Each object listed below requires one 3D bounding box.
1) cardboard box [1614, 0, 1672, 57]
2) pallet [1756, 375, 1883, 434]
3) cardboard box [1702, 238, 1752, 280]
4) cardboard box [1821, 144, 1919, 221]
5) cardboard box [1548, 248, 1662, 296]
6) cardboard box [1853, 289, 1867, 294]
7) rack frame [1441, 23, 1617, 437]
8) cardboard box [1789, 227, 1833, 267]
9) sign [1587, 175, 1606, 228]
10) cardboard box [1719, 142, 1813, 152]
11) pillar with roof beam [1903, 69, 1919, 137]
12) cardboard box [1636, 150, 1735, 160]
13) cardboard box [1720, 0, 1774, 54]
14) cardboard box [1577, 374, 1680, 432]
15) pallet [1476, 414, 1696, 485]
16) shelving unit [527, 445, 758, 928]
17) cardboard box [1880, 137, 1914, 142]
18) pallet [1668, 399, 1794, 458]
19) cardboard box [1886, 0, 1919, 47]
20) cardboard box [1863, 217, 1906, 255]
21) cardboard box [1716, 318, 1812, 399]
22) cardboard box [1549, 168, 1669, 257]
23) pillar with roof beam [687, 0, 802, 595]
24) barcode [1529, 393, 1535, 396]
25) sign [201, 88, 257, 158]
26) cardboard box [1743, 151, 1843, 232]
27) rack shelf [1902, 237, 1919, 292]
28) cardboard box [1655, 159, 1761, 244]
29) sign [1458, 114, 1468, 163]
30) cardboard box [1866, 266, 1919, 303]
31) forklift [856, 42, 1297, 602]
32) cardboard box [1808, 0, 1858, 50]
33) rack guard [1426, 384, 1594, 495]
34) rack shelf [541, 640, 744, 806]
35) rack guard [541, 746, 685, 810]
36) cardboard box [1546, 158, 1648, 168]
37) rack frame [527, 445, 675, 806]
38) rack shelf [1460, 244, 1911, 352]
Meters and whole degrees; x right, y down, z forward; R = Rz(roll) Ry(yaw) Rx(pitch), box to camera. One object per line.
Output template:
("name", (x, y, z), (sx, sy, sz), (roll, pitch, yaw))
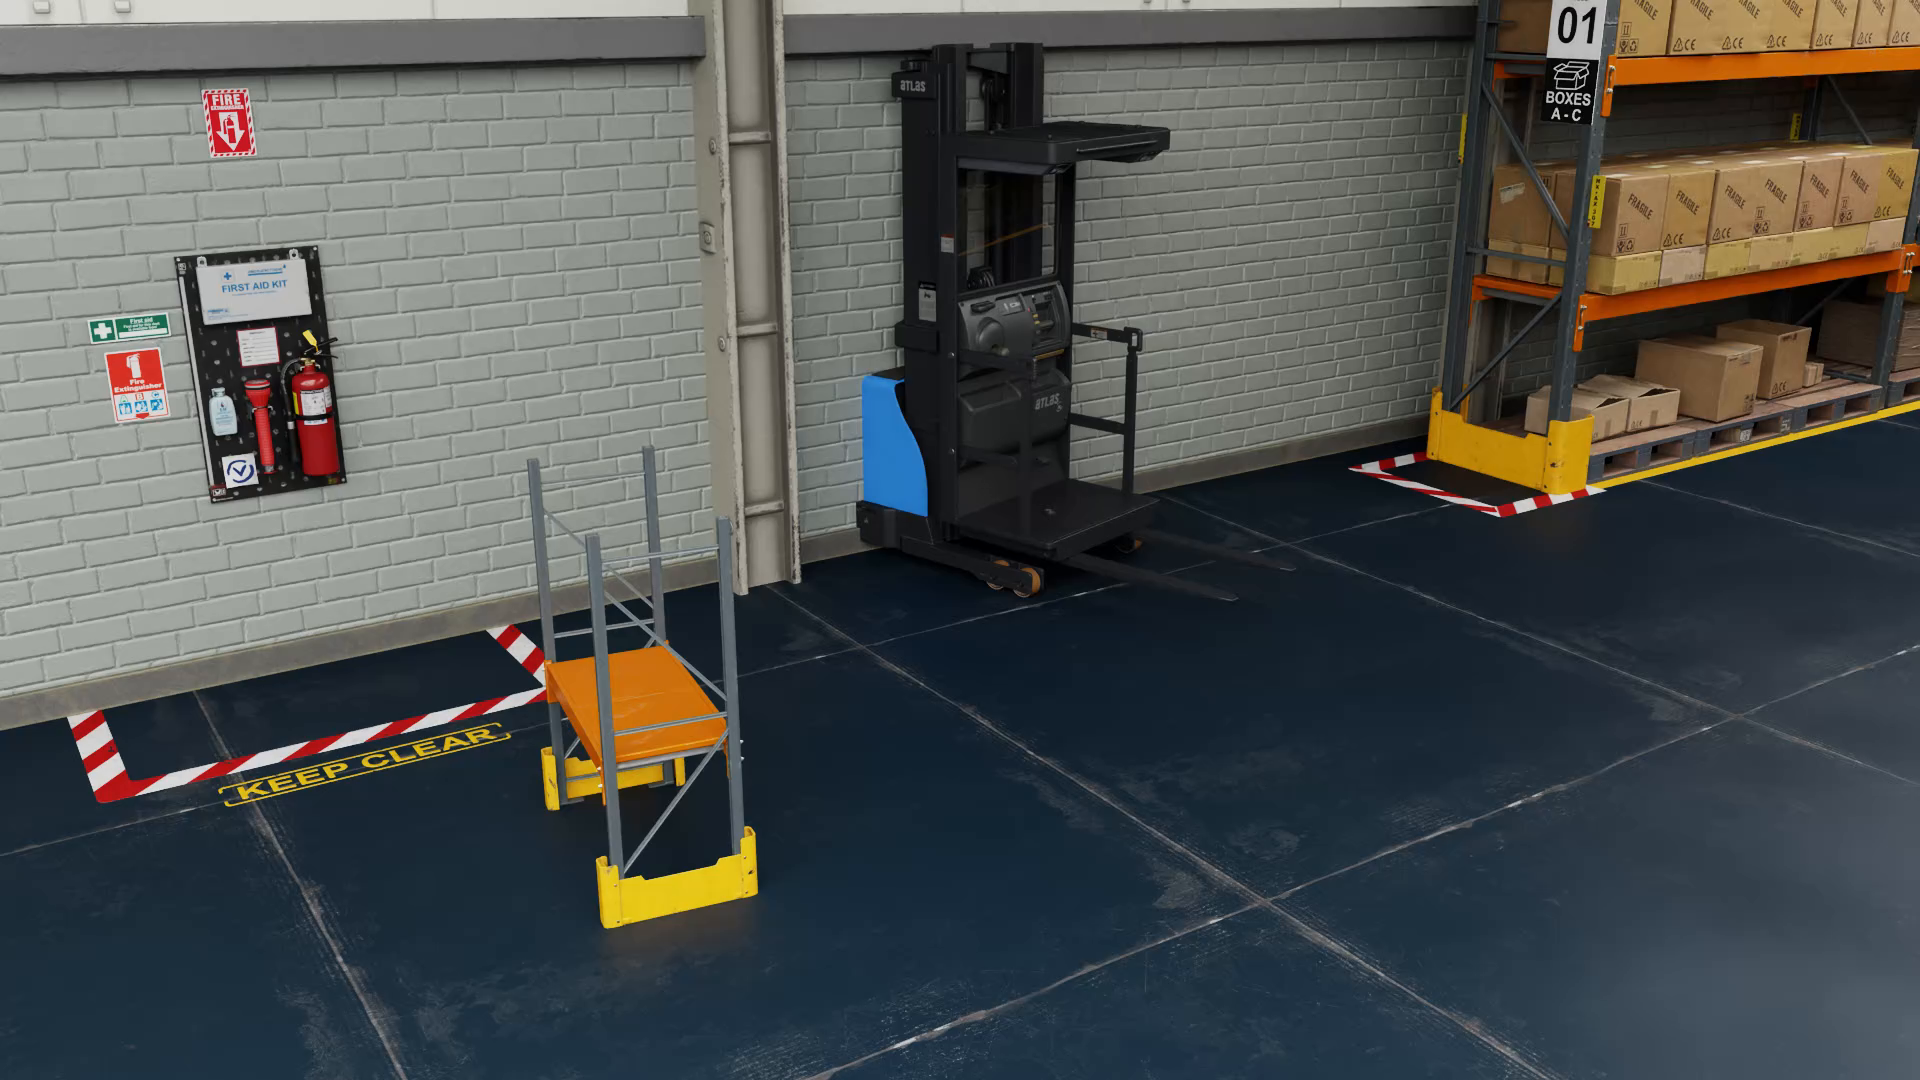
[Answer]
("cardboard box", (4.165, -3.358, 10.622), (0.500, 0.500, 0.500), (-11, 22, -30))
("pallet", (6.547, -1.144, 13.298), (1.213, 0.211, 1.003), (-12, 22, -31))
("cardboard box", (5.185, -2.011, 11.711), (0.500, 0.250, 0.500), (-12, 22, -32))
("cardboard box", (6.864, -2.720, 12.639), (0.500, 0.500, 0.500), (-12, 22, -32))
("cardboard box", (4.330, -1.827, 11.169), (0.500, 0.250, 0.500), (-13, 22, -33))
("cardboard box", (8.098, -1.855, 14.265), (0.500, 0.500, 0.700), (-12, 22, -32))
("rack frame", (3.748, -1.888, 11.145), (0.127, 3.000, 1.000), (-12, 22, -31))
("cardboard box", (6.027, -2.188, 12.236), (0.500, 0.250, 0.500), (-12, 22, -32))
("sign", (4.046, -2.153, 10.577), (0.005, 0.325, 0.100), (-12, 22, -31))
("cardboard box", (6.147, -2.769, 12.784), (0.500, 0.500, 0.500), (-12, 22, -32))
("pillar with roof beam", (11.235, -4.990, 10.953), (0.400, 9.000, 9.100), (-12, 22, -31))
("cardboard box", (5.300, -2.588, 12.249), (0.500, 0.500, 0.500), (-12, 22, -31))
("cardboard box", (5.064, -3.535, 11.147), (0.500, 0.500, 0.500), (-11, 21, -29))
("cardboard box", (4.851, -1.021, 12.092), (0.500, 0.311, 0.500), (-10, 21, -27))
("pallet", (4.509, -0.714, 12.027), (1.213, 0.211, 1.003), (-12, 22, -31))
("shelving unit", (-1.251, 0.511, 6.393), (0.587, 1.500, 1.083), (-8, 20, -23))
("cardboard box", (8.003, -3.025, 13.666), (0.500, 0.500, 0.700), (-9, 21, -26))
("pallet", (5.527, -0.927, 12.658), (1.213, 0.211, 1.003), (-12, 22, -31))
("cardboard box", (6.801, -3.915, 12.269), (0.500, 0.500, 0.500), (-11, 22, -30))
("cardboard box", (6.860, -2.366, 12.763), (0.500, 0.250, 0.500), (-12, 22, -31))
("cardboard box", (6.244, -1.423, 12.987), (0.500, 0.500, 0.500), (-14, 23, -35))
("cardboard box", (4.312, -2.185, 11.057), (0.500, 0.500, 0.500), (-12, 22, -31))
("pillar with roof beam", (1.213, -2.876, 4.701), (0.400, 9.000, 9.100), (-12, 22, -31))
("barcode", (4.170, -1.035, 12.119), (0.075, 0.075, 0.001), (-12, 22, -31))
("sign", (-3.301, -1.884, 7.514), (0.199, 0.298, 0.001), (-12, 22, -31))
("cardboard box", (6.023, -2.545, 12.120), (0.500, 0.500, 0.500), (-13, 22, -33))
("rack shelf", (8.759, -2.604, 14.386), (4.000, 0.370, 1.077), (-12, 22, -31))
("cardboard box", (5.165, -2.359, 11.571), (0.500, 0.500, 0.500), (-13, 22, -33))
("sign", (3.459, -2.738, 11.359), (0.005, 0.325, 0.100), (-12, 22, -31))
("cardboard box", (8.060, -2.184, 14.068), (0.500, 0.250, 0.500), (-12, 22, -33))
("forklift", (0.478, -1.258, 9.390), (3.031, 2.935, 1.130), (15, 24, 38))
("cardboard box", (5.931, -3.722, 11.699), (0.500, 0.500, 0.500), (-13, 23, -33))
("rack guard", (3.811, -0.717, 11.585), (0.348, 0.500, 1.175), (-12, 22, -31))
("rack shelf", (-1.247, 0.684, 6.442), (0.538, 0.185, 1.000), (-8, 20, -23))
("rack guard", (-1.459, 0.958, 7.021), (0.587, 0.250, 0.087), (-8, 20, -23))
("cardboard box", (4.450, -2.407, 11.714), (0.500, 0.500, 0.500), (-12, 22, -31))
("rack frame", (-1.459, 0.365, 6.822), (0.500, 1.500, 0.032), (-8, 20, -23))
("rack shelf", (5.418, -1.899, 12.302), (4.000, 0.370, 1.077), (-12, 22, -31))
